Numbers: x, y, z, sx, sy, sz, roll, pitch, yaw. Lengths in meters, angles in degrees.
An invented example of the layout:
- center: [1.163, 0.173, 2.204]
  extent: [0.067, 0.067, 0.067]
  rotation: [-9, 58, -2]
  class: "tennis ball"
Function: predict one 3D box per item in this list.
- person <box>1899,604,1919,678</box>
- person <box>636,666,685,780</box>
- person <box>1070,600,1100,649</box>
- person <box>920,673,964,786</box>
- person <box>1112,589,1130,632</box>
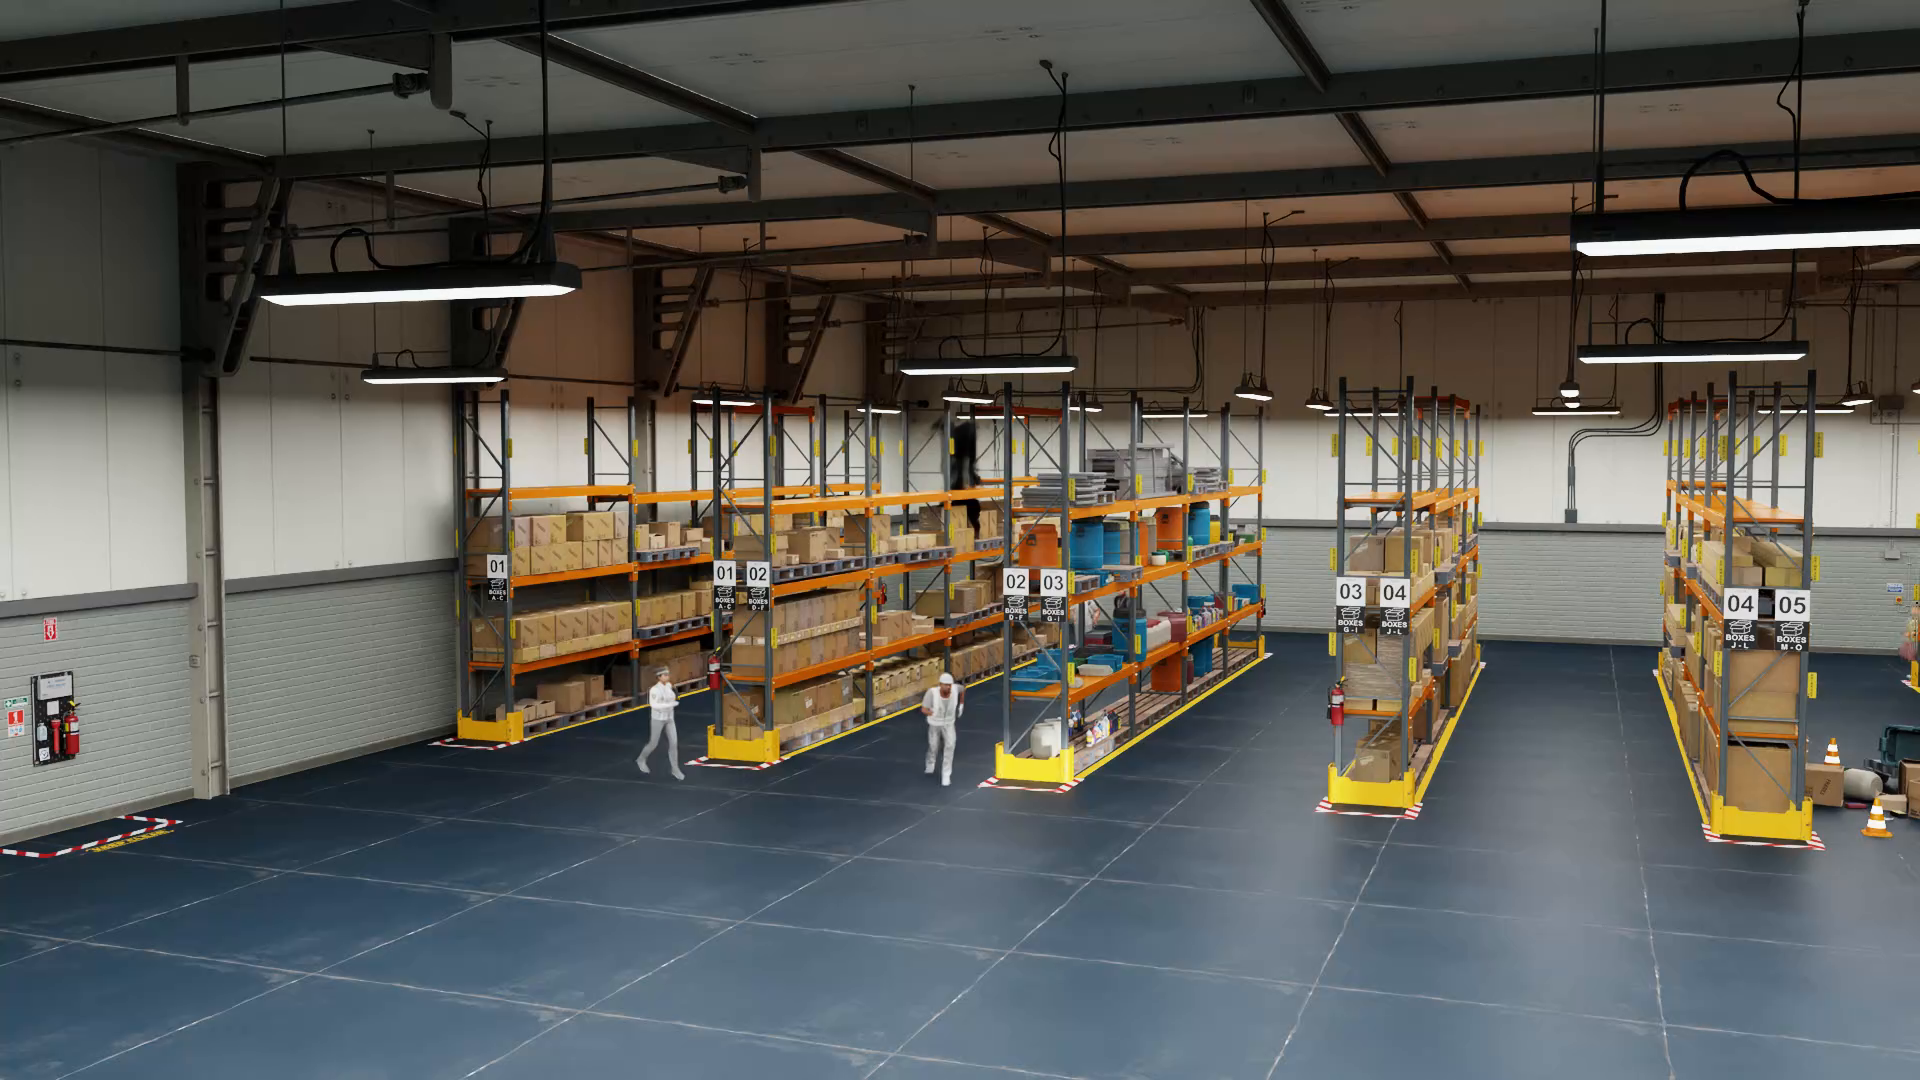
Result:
- center: [20.741, 2.198, 36.151]
  extent: [0.532, 1.622, 0.576]
  rotation: [1, 3, 9]
  class: "person"
- center: [-4.525, 2.743, 25.205]
  extent: [0.894, 1.702, 0.597]
  rotation: [2, 4, 36]
  class: "person"
- center: [2.709, 1.842, 36.442]
  extent: [0.664, 1.754, 0.545]
  rotation: [1, 3, 19]
  class: "person"
- center: [-0.284, 2.815, 24.981]
  extent: [0.727, 1.724, 1.020]
  rotation: [-1, 3, -17]
  class: "person"
- center: [3.609, 1.907, 36.658]
  extent: [0.637, 1.825, 0.793]
  rotation: [2, 4, 33]
  class: "person"
